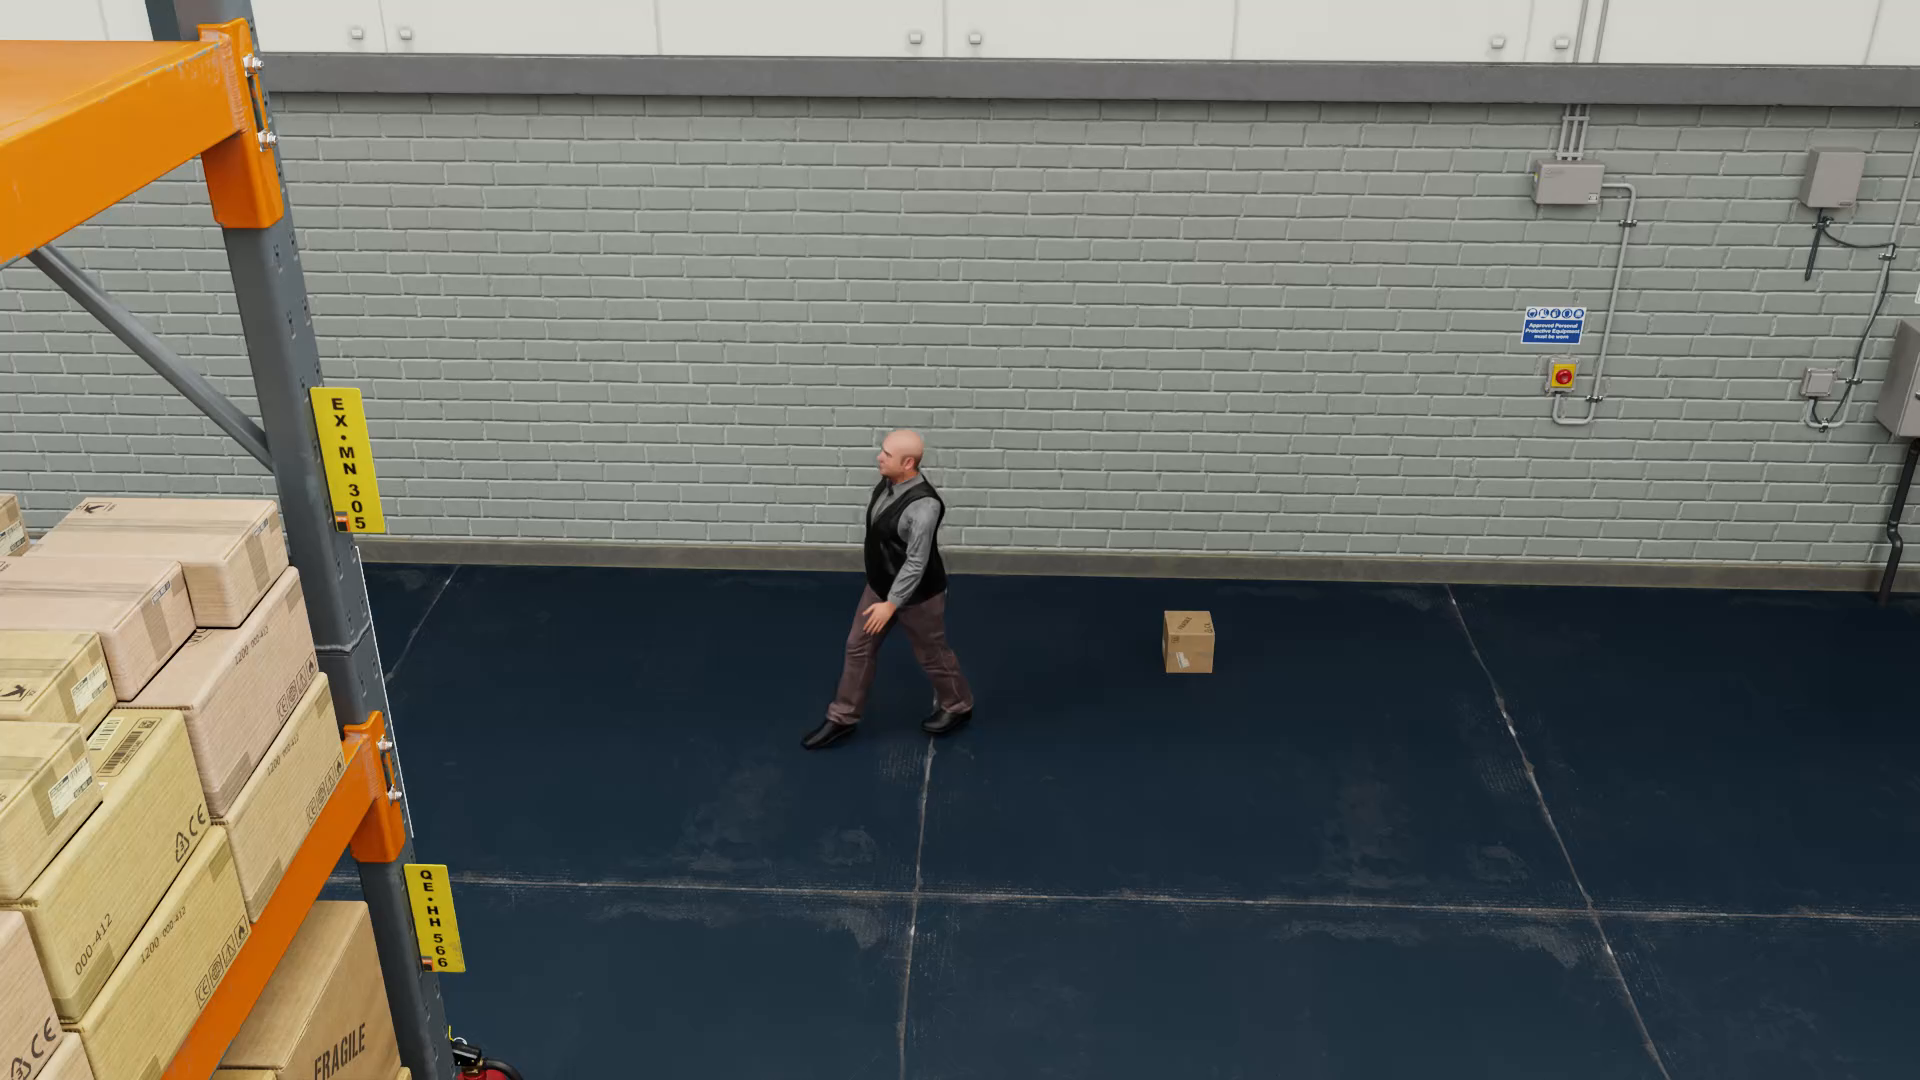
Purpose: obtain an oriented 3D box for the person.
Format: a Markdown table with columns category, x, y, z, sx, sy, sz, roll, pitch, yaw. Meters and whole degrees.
| category | x | y | z | sx | sy | sz | roll | pitch | yaw |
| --- | --- | --- | --- | --- | --- | --- | --- | --- | --- |
| person | -0.341 | 0.263 | 8.134 | 0.899 | 1.710 | 0.555 | -13 | 31 | -24 |
